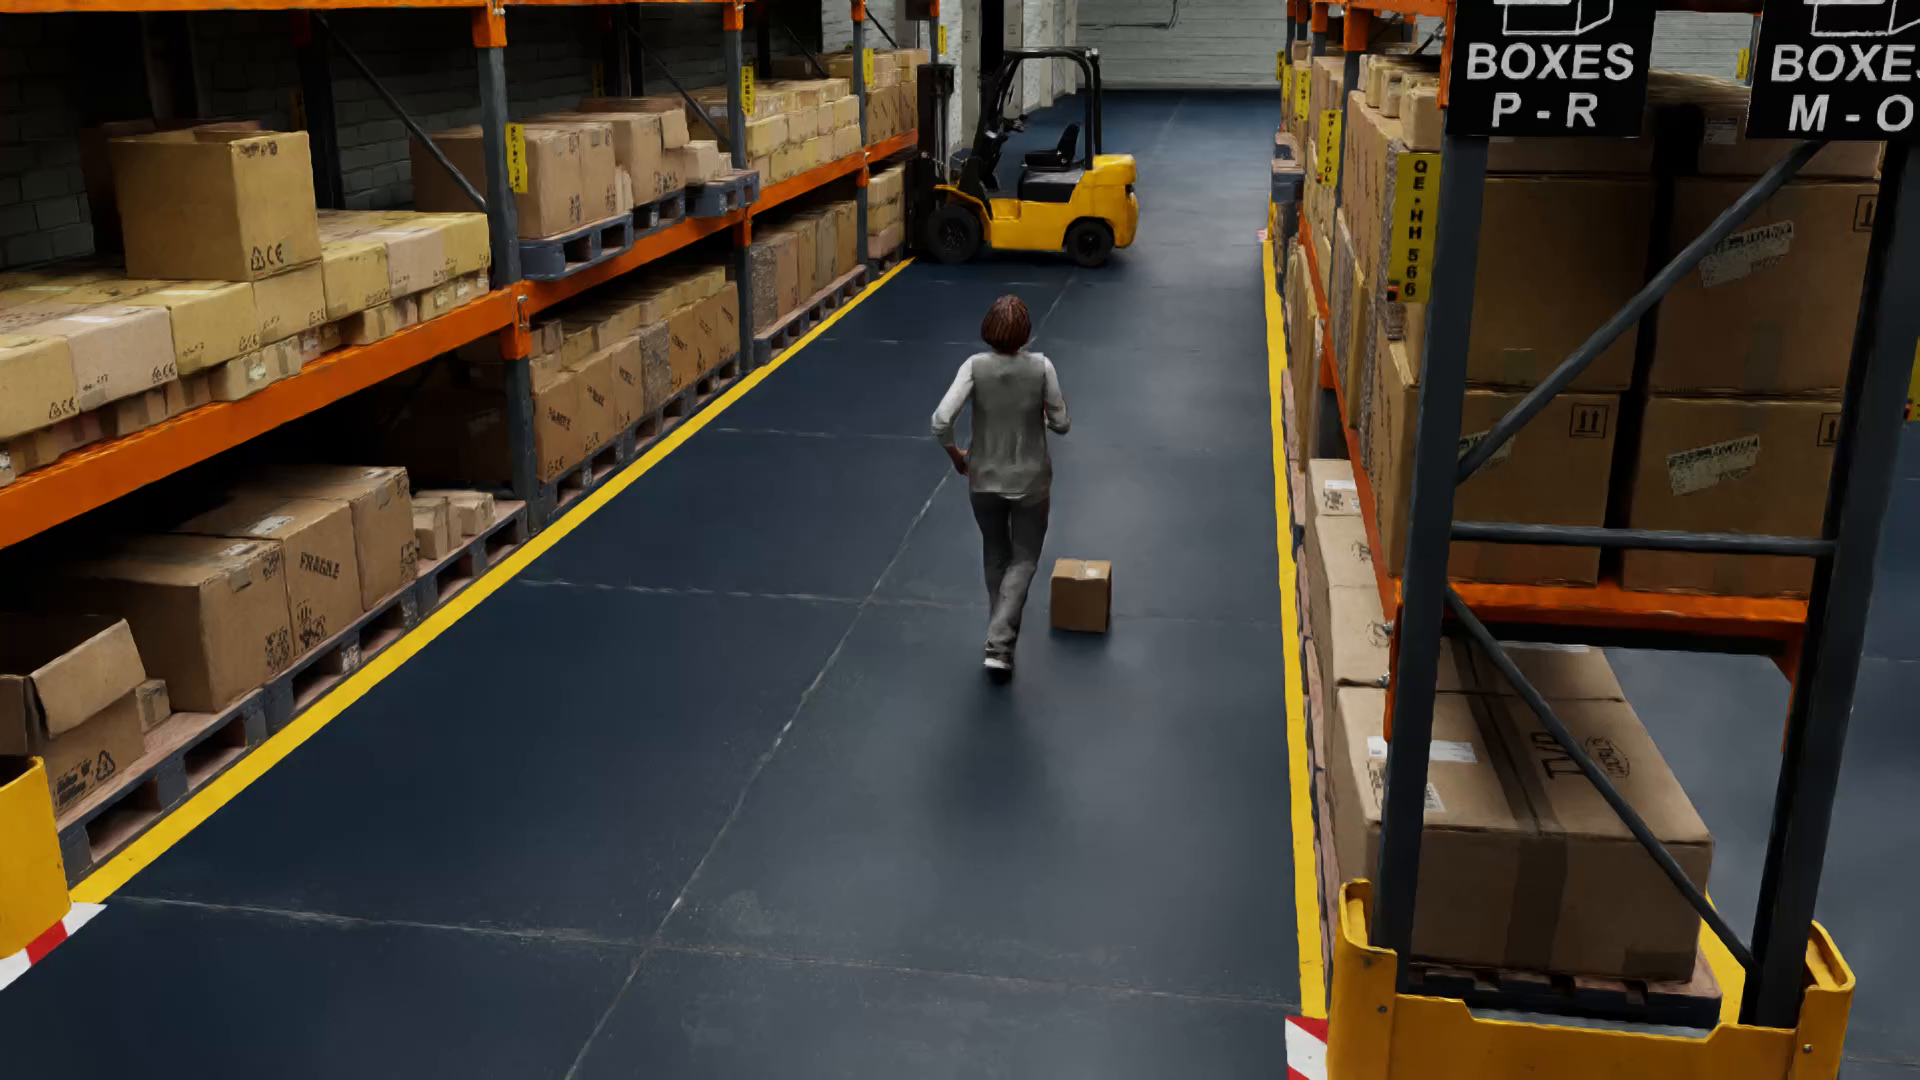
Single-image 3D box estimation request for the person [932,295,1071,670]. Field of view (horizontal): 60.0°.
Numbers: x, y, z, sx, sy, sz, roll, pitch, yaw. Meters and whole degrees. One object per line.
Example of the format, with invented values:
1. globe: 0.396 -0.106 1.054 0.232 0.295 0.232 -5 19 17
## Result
1. person: 0.218 -0.252 6.861 0.506 1.576 0.735 5 19 15
